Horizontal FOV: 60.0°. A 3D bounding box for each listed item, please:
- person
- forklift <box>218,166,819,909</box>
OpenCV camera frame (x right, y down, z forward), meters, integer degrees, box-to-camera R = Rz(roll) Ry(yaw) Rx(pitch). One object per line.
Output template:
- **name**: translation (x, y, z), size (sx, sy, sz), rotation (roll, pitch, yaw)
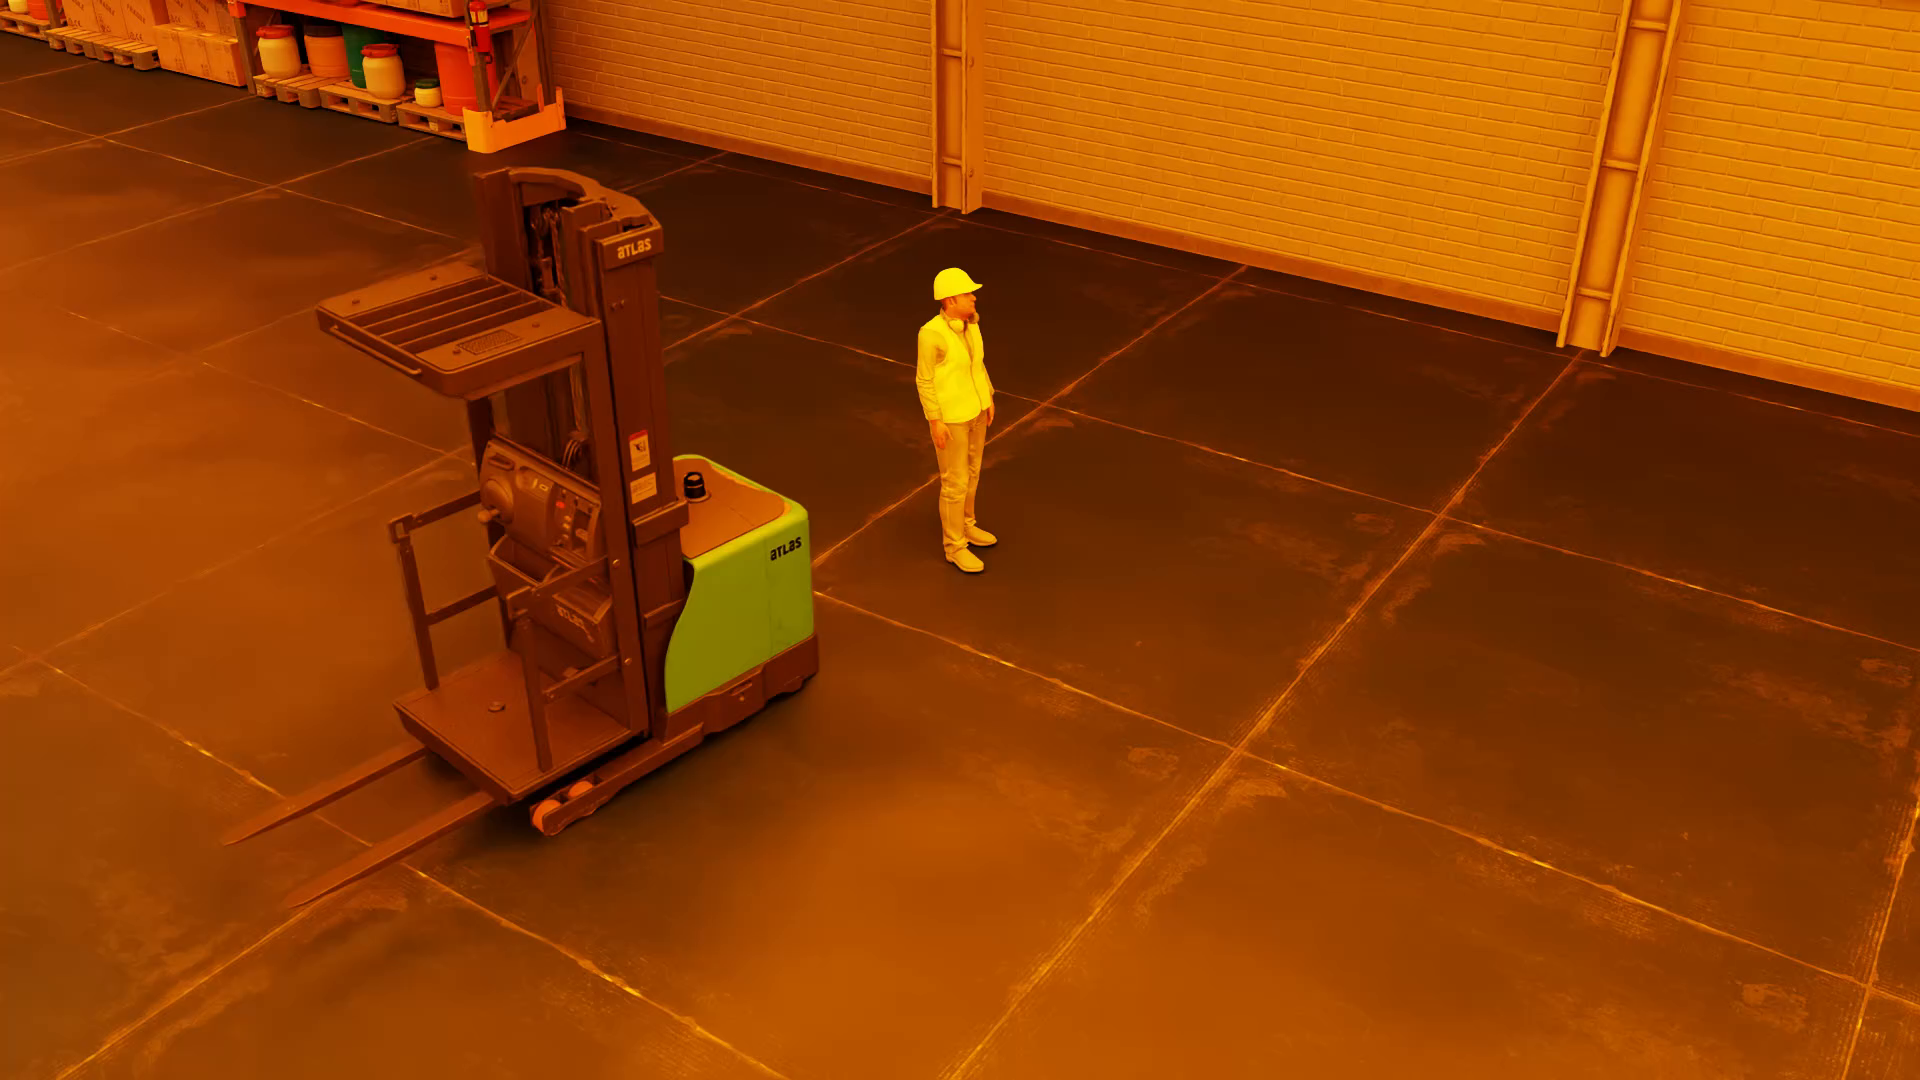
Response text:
- **person**: translation (0.047, -0.753, 10.015), size (0.568, 1.773, 0.632), rotation (19, 35, 29)
- **forklift**: translation (-2.149, -0.132, 7.808), size (1.130, 2.935, 3.031), rotation (25, 38, 36)
